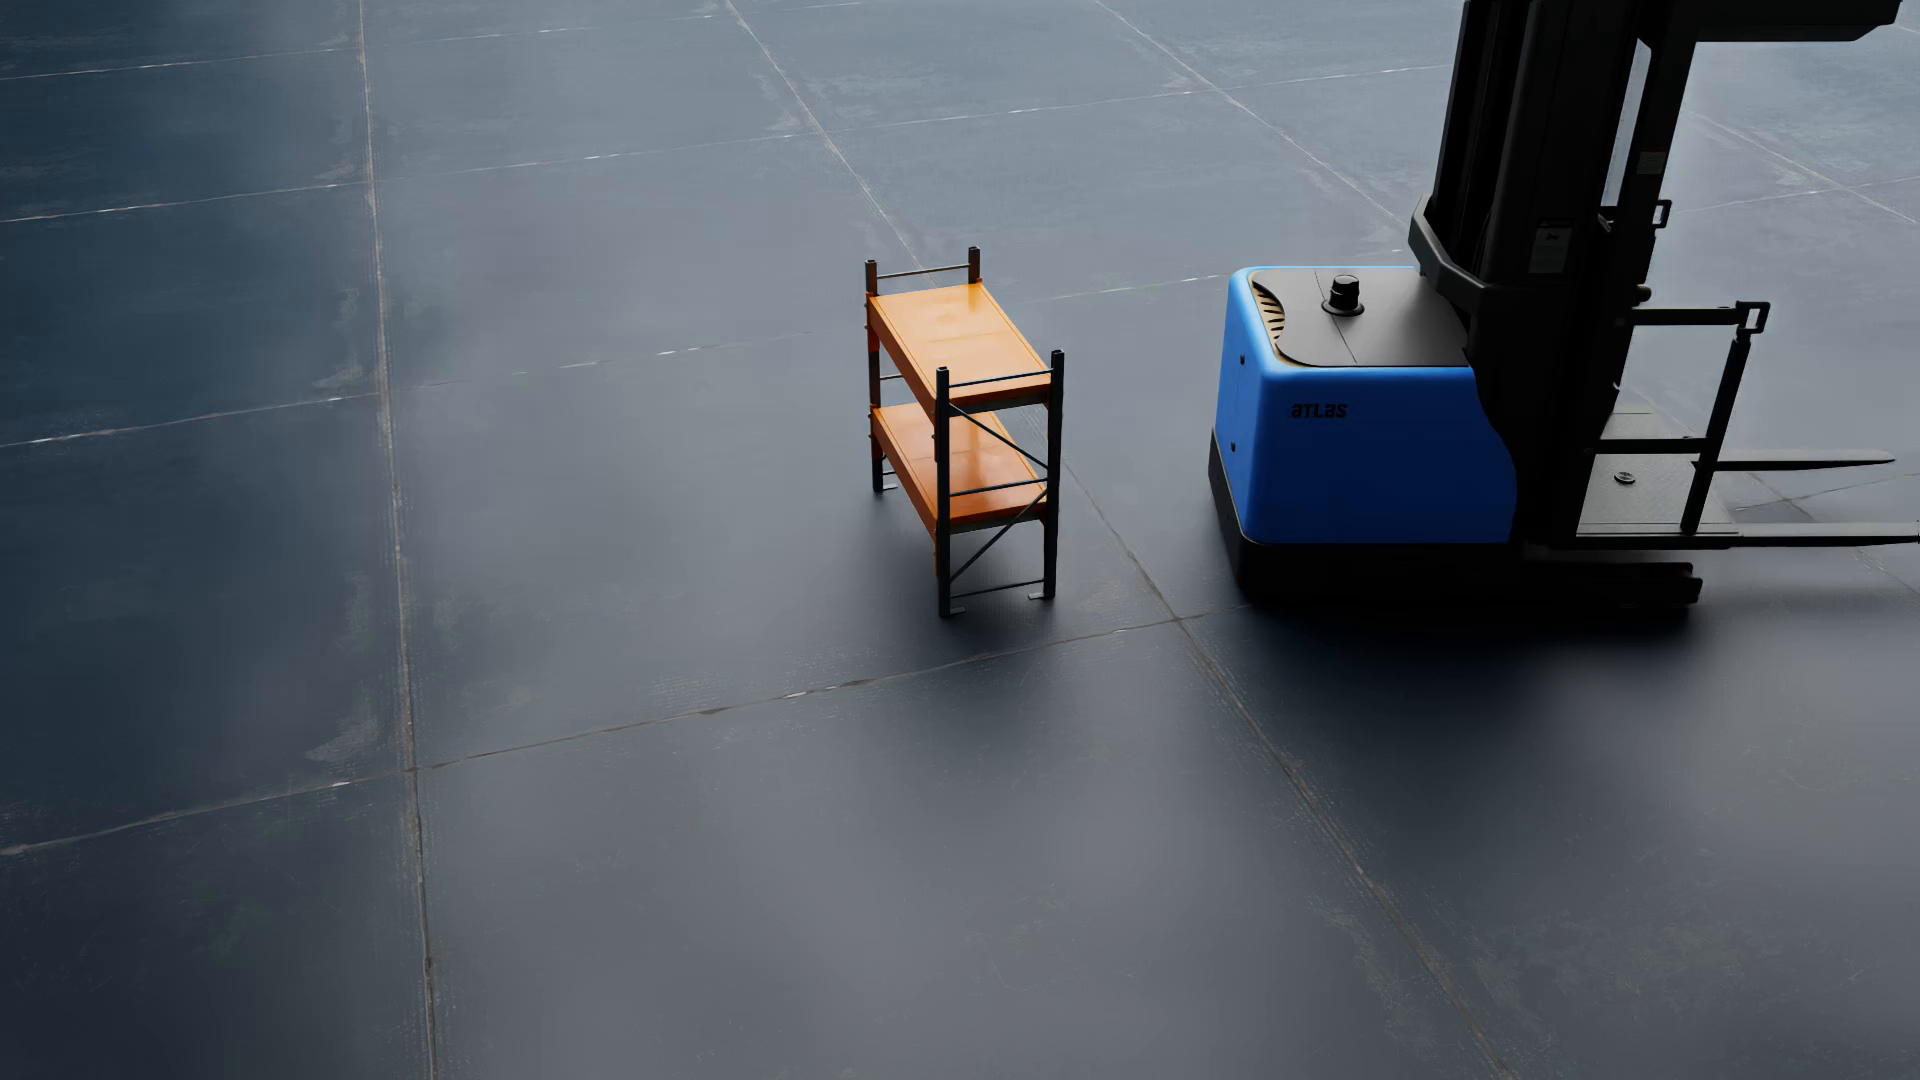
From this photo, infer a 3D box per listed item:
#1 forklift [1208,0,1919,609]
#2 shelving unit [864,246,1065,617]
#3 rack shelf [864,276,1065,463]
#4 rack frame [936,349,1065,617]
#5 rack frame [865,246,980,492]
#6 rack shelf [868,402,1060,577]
[{"bbox_3d":[2.647,-1.236,6.461,3.031,2.935,1.130,0,33,0],"label":"forklift"},{"bbox_3d":[-0.002,-0.473,6.945,0.538,1.125,1.048,-10,35,-15],"label":"shelving unit"},{"bbox_3d":[-0.002,-0.717,6.784,0.538,0.278,1.000,-10,35,-15],"label":"rack shelf"},{"bbox_3d":[0.153,-0.206,6.541,0.500,1.125,0.032,-10,35,-15],"label":"rack frame"},{"bbox_3d":[-0.157,-0.740,7.349,0.500,1.125,0.032,-10,35,-15],"label":"rack frame"},{"bbox_3d":[-0.002,-0.269,7.080,0.538,0.278,1.000,-10,35,-15],"label":"rack shelf"}]
